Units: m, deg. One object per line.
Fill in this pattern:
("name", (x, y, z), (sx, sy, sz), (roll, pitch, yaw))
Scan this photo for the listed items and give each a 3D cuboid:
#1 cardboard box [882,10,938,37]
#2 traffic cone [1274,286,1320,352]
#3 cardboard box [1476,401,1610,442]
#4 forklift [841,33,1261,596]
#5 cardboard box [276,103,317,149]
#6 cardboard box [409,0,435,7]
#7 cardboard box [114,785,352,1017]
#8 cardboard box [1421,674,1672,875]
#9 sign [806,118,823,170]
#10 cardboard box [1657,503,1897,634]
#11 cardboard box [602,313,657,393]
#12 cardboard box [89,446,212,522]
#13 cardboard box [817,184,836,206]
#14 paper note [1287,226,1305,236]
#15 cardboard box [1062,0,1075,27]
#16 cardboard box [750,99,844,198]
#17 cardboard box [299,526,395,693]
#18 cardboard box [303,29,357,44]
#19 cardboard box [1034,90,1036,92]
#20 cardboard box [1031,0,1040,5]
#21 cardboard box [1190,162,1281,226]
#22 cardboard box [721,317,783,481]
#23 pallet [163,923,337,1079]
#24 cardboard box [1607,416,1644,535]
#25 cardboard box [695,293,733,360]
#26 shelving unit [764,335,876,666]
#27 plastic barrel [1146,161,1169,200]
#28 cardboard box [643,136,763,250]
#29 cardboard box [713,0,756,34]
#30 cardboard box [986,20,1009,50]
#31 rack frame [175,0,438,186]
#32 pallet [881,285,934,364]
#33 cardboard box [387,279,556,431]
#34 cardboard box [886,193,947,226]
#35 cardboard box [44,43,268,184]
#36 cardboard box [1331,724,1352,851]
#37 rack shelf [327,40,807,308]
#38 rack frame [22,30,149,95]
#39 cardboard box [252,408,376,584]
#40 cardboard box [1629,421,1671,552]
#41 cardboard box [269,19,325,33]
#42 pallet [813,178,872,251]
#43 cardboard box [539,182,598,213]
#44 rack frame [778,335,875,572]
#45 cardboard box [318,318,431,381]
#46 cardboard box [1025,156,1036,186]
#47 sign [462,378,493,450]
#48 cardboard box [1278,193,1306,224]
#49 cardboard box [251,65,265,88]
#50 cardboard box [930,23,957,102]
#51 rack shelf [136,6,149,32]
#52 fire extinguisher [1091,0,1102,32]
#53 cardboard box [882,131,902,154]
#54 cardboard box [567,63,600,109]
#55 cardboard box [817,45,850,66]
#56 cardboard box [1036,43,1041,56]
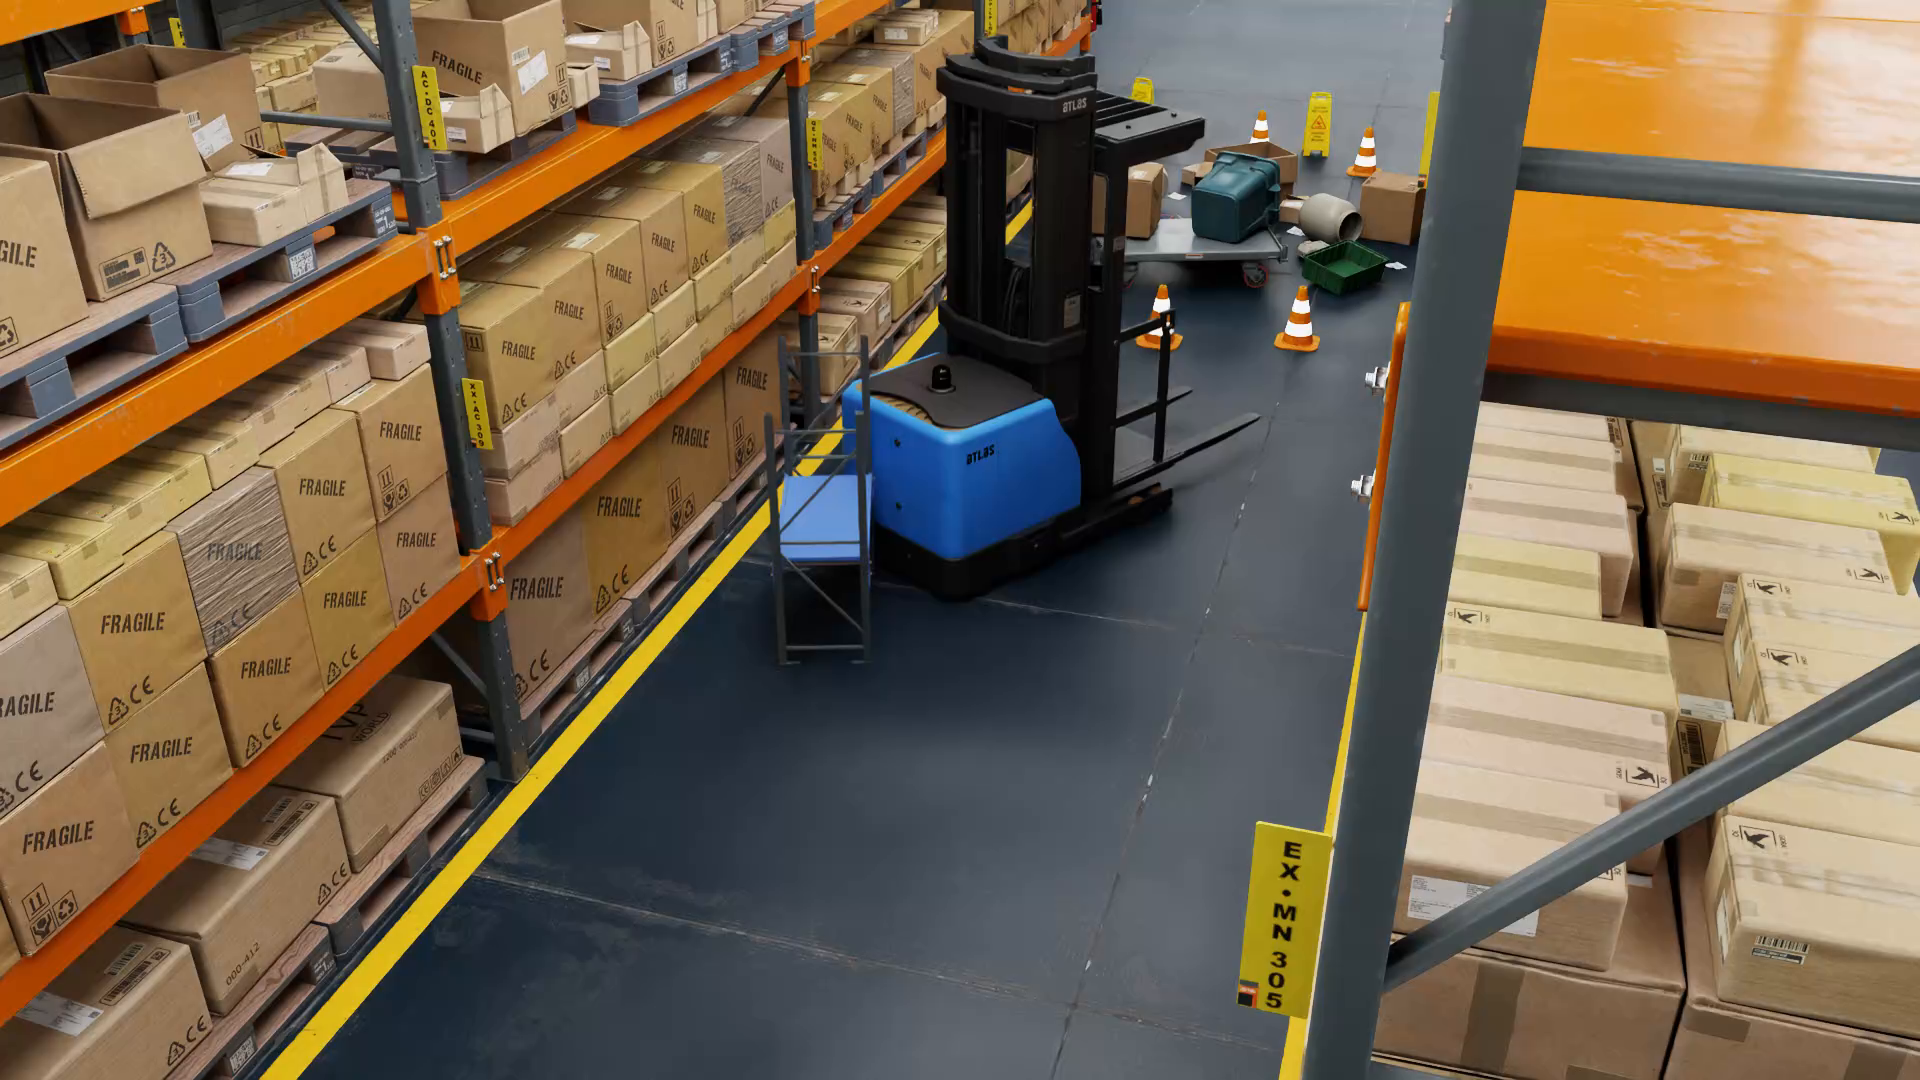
("cardboard box", (-0.384, -4.000, 12.881), (0.380, 0.149, 0.250), (8, 30, 13))
("traffic cone", (2.650, -1.752, 12.959), (0.336, 0.463, 0.334), (8, 30, 15))
("cardboard box", (1.254, -0.238, 3.772), (0.380, 0.149, 0.250), (8, 30, 13))
("forklift", (0.716, -1.558, 10.071), (3.031, 2.935, 1.130), (-24, 37, -36))
("cardboard box", (-5.534, -3.355, 13.384), (0.500, 0.250, 0.500), (8, 30, 13))
("cardboard box", (-4.909, -4.771, 15.006), (0.380, 0.149, 0.250), (10, 30, 17))
("cardboard box", (-3.172, 1.419, 6.853), (0.875, 0.438, 0.875), (8, 30, 13))
("cardboard box", (0.927, 0.370, 2.679), (0.380, 0.149, 0.250), (9, 30, 16))
("sign", (-0.917, -2.497, 10.498), (0.100, 0.325, 0.005), (8, 30, 15))
("cardboard box", (1.565, 0.073, 3.213), (0.380, 0.149, 0.250), (9, 30, 16))
("cardboard box", (-1.925, -1.004, 8.645), (0.500, 0.250, 0.500), (9, 30, 16))
("cardboard box", (-2.845, -0.201, 5.762), (0.380, 0.149, 0.250), (8, 30, 14))
("cardboard box", (-1.061, -2.394, 11.329), (0.380, 0.149, 0.250), (7, 30, 12))
("paper note", (3.136, -2.860, 15.403), (0.172, 0.023, 0.155), (20, 35, 32))
("cardboard box", (0.852, -5.437, 16.564), (0.500, 0.500, 0.500), (9, 30, 15))
("cardboard box", (-1.096, -2.602, 11.037), (0.500, 0.500, 0.500), (8, 30, 13))
("cardboard box", (-2.661, 0.238, 6.669), (0.500, 0.500, 0.500), (8, 30, 14))
("cardboard box", (-5.256, -4.173, 13.931), (0.380, 0.149, 0.250), (9, 30, 15))
("cardboard box", (0.609, -4.210, 16.393), (0.500, 0.500, 0.500), (8, 30, 14))
("cardboard box", (0.406, -5.176, 15.066), (0.700, 0.500, 0.500), (8, 30, 14))
("cardboard box", (2.537, -3.142, 15.276), (0.797, 0.637, 0.503), (8, 30, 15))
("cardboard box", (-1.731, -1.015, 10.778), (0.875, 0.875, 0.875), (8, 30, 14))
("pallet", (-3.277, 1.920, 6.618), (1.003, 0.211, 1.213), (8, 30, 15))
("cardboard box", (1.318, -0.114, 3.959), (0.500, 0.250, 0.500), (7, 30, 13))
("cardboard box", (-1.647, -1.260, 9.619), (0.500, 0.250, 0.500), (8, 30, 14))
("shelving unit", (-0.747, -0.229, 9.154), (0.538, 1.500, 1.048), (-1, 29, -1))
("plastic barrel", (1.740, -3.485, 16.114), (0.421, 0.421, 0.512), (-17, 34, -28))
("cardboard box", (-1.493, -2.032, 9.722), (0.500, 0.500, 0.500), (9, 30, 16))
("cardboard box", (-1.558, -3.120, 9.187), (0.700, 0.500, 0.500), (7, 30, 12))
("cardboard box", (0.121, -4.266, 14.460), (0.500, 0.500, 0.500), (8, 30, 15))
("rack frame", (-2.623, -2.832, 6.119), (1.000, 3.000, 0.127), (8, 30, 15))
("pallet", (-0.858, -1.778, 13.265), (1.003, 0.211, 1.213), (8, 30, 15))
("cardboard box", (-2.219, -0.854, 7.604), (0.500, 0.500, 0.500), (9, 30, 15))
("cardboard box", (-0.426, -2.719, 14.358), (0.950, 0.372, 0.625), (9, 30, 16))
("cardboard box", (-2.996, -1.548, 6.260), (0.500, 0.500, 0.500), (9, 30, 16))
("cardboard box", (0.988, 0.576, 3.234), (0.500, 0.250, 0.500), (9, 30, 15))
("rack shelf", (-2.036, -2.136, 8.694), (1.077, 0.370, 4.000), (8, 30, 15))
("rack frame", (-6.195, -2.776, 12.189), (1.000, 3.000, 0.127), (8, 30, 15))
("cardboard box", (-2.654, -0.197, 6.423), (0.500, 0.500, 0.500), (8, 30, 14))
("cardboard box", (1.801, -0.034, 3.815), (0.500, 0.250, 0.500), (7, 30, 13))
("cardboard box", (-5.685, -4.362, 14.271), (0.380, 0.149, 0.250), (8, 30, 15))
("pallet", (-1.342, -2.332, 11.588), (1.213, 0.211, 1.003), (8, 30, 15))
("cardboard box", (-2.282, -1.651, 9.036), (0.500, 0.500, 0.500), (9, 30, 16))
("rack frame", (-0.761, -0.476, 9.598), (0.500, 1.500, 0.032), (-1, 29, -1))
("cardboard box", (-2.409, -0.786, 6.813), (0.380, 0.149, 0.250), (8, 30, 14))
("cardboard box", (0.456, -3.642, 16.143), (0.500, 0.250, 0.500), (8, 30, 14))
("sign", (-2.092, -0.545, 7.206), (0.100, 0.325, 0.005), (8, 30, 15))
("cardboard box", (3.231, -3.135, 15.648), (0.396, 0.266, 0.258), (14, 32, 23))
("cardboard box", (-5.627, -3.579, 12.864), (0.380, 0.149, 0.250), (9, 30, 15))
("cardboard box", (-0.335, -3.807, 13.202), (0.500, 0.500, 0.500), (9, 30, 15))
("rack shelf", (-5.608, -4.701, 13.305), (1.077, 0.370, 4.000), (8, 30, 15))
("fire extinguisher", (1.373, -5.740, 17.598), (0.296, 0.674, 0.183), (8, 30, 15))
("cardboard box", (-0.655, -3.011, 12.439), (0.380, 0.149, 0.250), (9, 30, 16))
("cardboard box", (-1.917, -2.140, 7.770), (0.380, 0.166, 0.250), (6, 30, 11))
("cardboard box", (-1.132, -3.407, 12.484), (0.500, 0.500, 0.500), (7, 30, 13))
("cardboard box", (0.556, -4.633, 15.786), (0.380, 0.149, 0.250), (8, 30, 15))
